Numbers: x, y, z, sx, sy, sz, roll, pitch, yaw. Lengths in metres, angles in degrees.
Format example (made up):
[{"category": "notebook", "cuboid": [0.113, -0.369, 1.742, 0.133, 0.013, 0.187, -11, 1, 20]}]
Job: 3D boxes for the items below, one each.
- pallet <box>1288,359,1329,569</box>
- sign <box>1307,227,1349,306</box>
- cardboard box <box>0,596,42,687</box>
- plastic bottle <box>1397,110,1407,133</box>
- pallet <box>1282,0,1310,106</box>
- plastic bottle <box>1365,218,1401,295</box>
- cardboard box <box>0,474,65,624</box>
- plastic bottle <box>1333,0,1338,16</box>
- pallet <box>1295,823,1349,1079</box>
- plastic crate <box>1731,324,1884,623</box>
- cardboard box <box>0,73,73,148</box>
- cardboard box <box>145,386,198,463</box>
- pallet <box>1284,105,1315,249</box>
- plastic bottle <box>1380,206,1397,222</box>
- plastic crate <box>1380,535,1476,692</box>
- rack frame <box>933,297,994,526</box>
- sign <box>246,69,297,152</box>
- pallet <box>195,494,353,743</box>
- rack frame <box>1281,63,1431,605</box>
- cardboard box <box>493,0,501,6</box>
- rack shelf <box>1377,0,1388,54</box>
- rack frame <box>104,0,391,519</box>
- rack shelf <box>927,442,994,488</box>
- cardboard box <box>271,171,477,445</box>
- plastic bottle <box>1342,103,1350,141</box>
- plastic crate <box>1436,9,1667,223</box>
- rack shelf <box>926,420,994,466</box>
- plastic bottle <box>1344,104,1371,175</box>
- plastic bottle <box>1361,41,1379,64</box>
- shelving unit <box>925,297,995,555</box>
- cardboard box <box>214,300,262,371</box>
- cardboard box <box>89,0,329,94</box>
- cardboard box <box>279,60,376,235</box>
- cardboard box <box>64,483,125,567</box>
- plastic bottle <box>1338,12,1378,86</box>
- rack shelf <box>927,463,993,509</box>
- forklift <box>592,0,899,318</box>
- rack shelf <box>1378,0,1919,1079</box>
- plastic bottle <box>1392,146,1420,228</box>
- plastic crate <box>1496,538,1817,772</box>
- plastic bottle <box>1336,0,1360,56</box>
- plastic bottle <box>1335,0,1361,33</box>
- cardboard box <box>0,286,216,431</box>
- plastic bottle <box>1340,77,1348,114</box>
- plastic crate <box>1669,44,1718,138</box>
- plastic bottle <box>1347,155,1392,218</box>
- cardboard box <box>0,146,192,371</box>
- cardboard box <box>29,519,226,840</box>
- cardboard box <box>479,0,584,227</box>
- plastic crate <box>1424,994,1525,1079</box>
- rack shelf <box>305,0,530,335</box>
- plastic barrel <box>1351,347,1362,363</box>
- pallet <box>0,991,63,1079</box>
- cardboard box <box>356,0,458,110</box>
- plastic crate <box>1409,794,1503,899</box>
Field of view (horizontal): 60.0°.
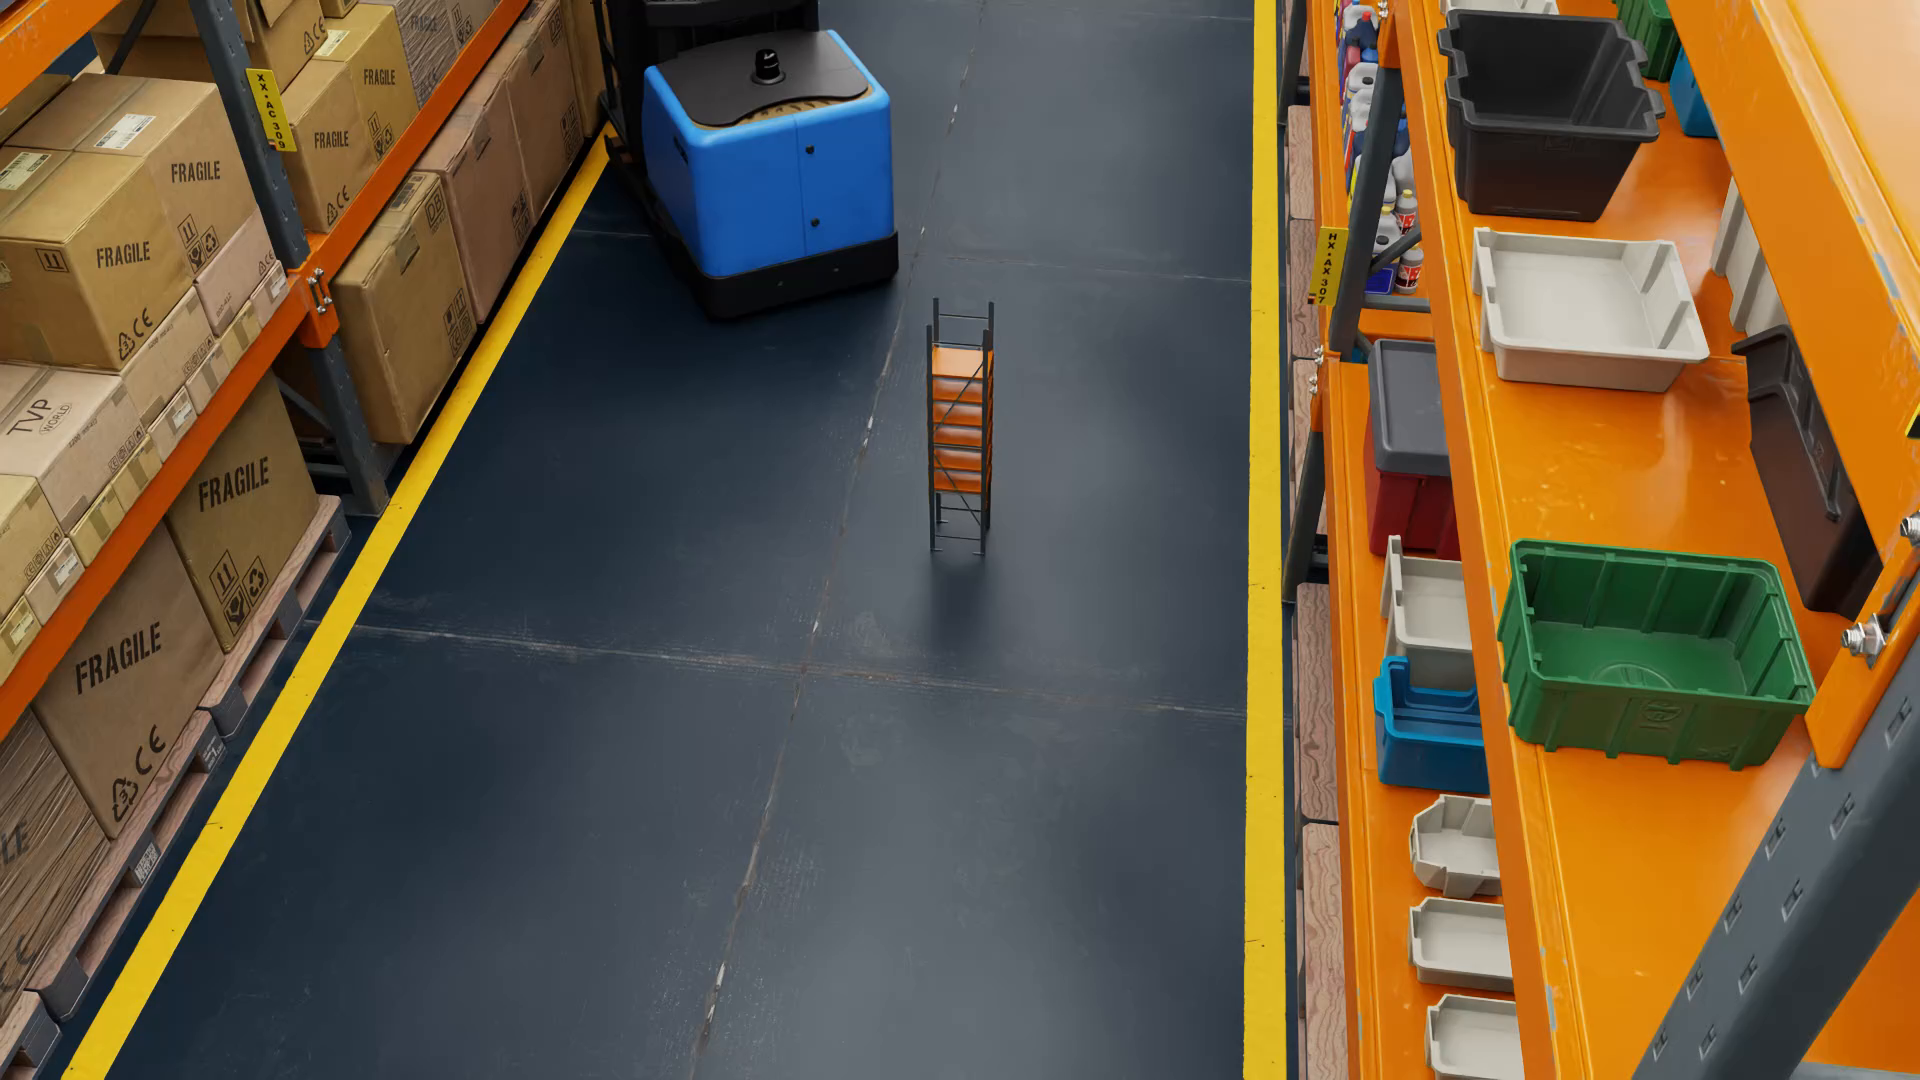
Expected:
[{"category": "pallet", "cuboid": [1.997, -0.328, 7.465, 1.003, 0.211, 1.213, 5, 44, 6]}, {"category": "sign", "cuboid": [1.308, -0.970, 5.914, 0.100, 0.325, 0.005, 5, 44, 6]}, {"category": "cardboard box", "cuboid": [-3.009, 0.288, 4.969, 0.380, 0.149, 0.250, 4, 44, 4]}, {"category": "plastic bottle", "cuboid": [1.826, -1.664, 6.941, 0.097, 0.271, 0.097, 0, 43, 0]}, {"category": "pallet", "cuboid": [2.523, -3.056, 10.346, 1.003, 0.211, 1.213, 5, 44, 6]}, {"category": "plastic bottle", "cuboid": [1.585, -1.071, 6.312, 0.152, 0.276, 0.135, 5, 44, 6]}, {"category": "cardboard box", "cuboid": [-3.058, 0.048, 4.932, 0.500, 0.250, 0.500, 4, 44, 5]}, {"category": "plastic bottle", "cuboid": [1.850, -2.677, 8.002, 0.061, 0.283, 0.133, 5, 44, 6]}, {"category": "pallet", "cuboid": [1.636, 1.533, 5.500, 1.003, 0.211, 1.213, 5, 44, 6]}, {"category": "plastic crate", "cuboid": [1.799, -0.175, 3.139, 0.504, 0.338, 0.767, 5, 44, 6]}, {"category": "cardboard box", "cuboid": [-3.373, -1.291, 5.802, 0.500, 0.500, 0.500, 5, 44, 6]}, {"category": "cardboard box", "cuboid": [-2.874, -0.414, 5.711, 0.380, 0.149, 0.250, 6, 44, 6]}, {"category": "pallet", "cuboid": [2.319, -1.991, 9.221, 1.003, 0.211, 1.213, 5, 44, 6]}, {"category": "plastic bottle", "cuboid": [1.651, -1.211, 6.514, 0.097, 0.201, 0.097, 0, 43, 0]}, {"category": "plastic crate", "cuboid": [1.469, 0.227, 4.894, 0.437, 0.282, 0.530, 5, 44, 6]}, {"category": "rack frame", "cuboid": [0.014, -0.508, 6.936, 0.240, 1.200, 0.006, 5, 44, 6]}, {"category": "sign", "cuboid": [-2.506, -1.562, 6.053, 0.100, 0.325, 0.005, 5, 44, 6]}, {"category": "pallet", "cuboid": [-3.234, 0.255, 6.849, 1.003, 0.211, 1.213, 5, 44, 6]}, {"category": "rack frame", "cuboid": [1.853, -0.818, 5.955, 1.000, 3.000, 0.127, 5, 44, 6]}, {"category": "cardboard box", "cuboid": [-2.484, -2.979, 8.164, 0.500, 0.500, 0.500, 4, 44, 4]}, {"category": "rack shelf", "cuboid": [2.118, -3.009, 6.610, 1.077, 0.370, 4.000, 5, 44, 6]}, {"category": "rack frame", "cuboid": [-3.056, -1.269, 6.430, 1.000, 3.000, 0.127, 5, 44, 6]}, {"category": "rack shelf", "cuboid": [0.002, -0.326, 6.983, 0.258, 0.103, 0.180, 5, 44, 6]}, {"category": "cardboard box", "cuboid": [-2.991, -1.088, 7.479, 1.225, 0.875, 0.875, 5, 44, 6]}, {"category": "plastic bottle", "cuboid": [1.706, -1.810, 7.147, 0.097, 0.201, 0.097, 0, 43, 0]}, {"category": "plastic crate", "cuboid": [1.417, -1.038, 4.101, 0.497, 0.269, 0.590, 5, 44, 6]}, {"category": "rack shelf", "cuboid": [0.002, -0.413, 6.901, 0.258, 0.103, 0.180, 5, 44, 6]}, {"category": "plastic bottle", "cuboid": [1.700, -1.664, 6.938, 0.152, 0.276, 0.135, 5, 44, 6]}, {"category": "plastic bottle", "cuboid": [1.815, -2.079, 7.380, 0.097, 0.271, 0.097, 0, 43, 0]}, {"category": "shelving unit", "cuboid": [0.002, -0.446, 6.870, 0.258, 1.200, 0.189, 5, 44, 6]}, {"category": "cardboard box", "cuboid": [-2.806, -0.764, 6.080, 0.380, 0.149, 0.250, 6, 44, 6]}, {"category": "cardboard box", "cuboid": [-2.980, -2.105, 6.512, 0.797, 0.503, 0.637, 4, 44, 4]}, {"category": "cardboard box", "cuboid": [-2.748, -1.596, 6.703, 0.500, 0.500, 0.500, 5, 44, 6]}, {"category": "cardboard box", "cuboid": [-2.941, -0.064, 5.341, 0.380, 0.149, 0.250, 5, 44, 5]}, {"category": "plastic bottle", "cuboid": [1.796, -2.207, 7.458, 0.144, 0.351, 0.185, 5, 44, 6]}, {"category": "rack shelf", "cuboid": [0.002, -0.239, 7.066, 0.258, 0.103, 0.180, 5, 44, 6]}, {"category": "forklift", "cuboid": [-1.379, -3.199, 8.519, 1.130, 2.935, 3.031, -17, 46, -17]}, {"category": "rack shelf", "cuboid": [1.589, -0.283, 3.731, 1.077, 0.370, 4.000, 5, 44, 6]}, {"category": "plastic bottle", "cuboid": [1.793, -1.444, 6.651, 0.144, 0.351, 0.185, 5, 44, 6]}, {"category": "plastic crate", "cuboid": [1.172, 0.197, 2.855, 0.450, 0.188, 0.336, 5, 44, 6]}, {"category": "plastic bottle", "cuboid": [1.809, -2.369, 7.686, 0.097, 0.271, 0.097, 0, 43, 0]}, {"category": "plastic bottle", "cuboid": [1.840, -2.526, 7.852, 0.097, 0.271, 0.097, 0, 43, 0]}, {"category": "cardboard box", "cuboid": [-2.920, -0.644, 5.664, 0.500, 0.250, 0.500, 6, 44, 7]}, {"category": "plastic bottle", "cuboid": [1.737, -1.968, 7.314, 0.097, 0.201, 0.097, 0, 43, 0]}, {"category": "plastic crate", "cuboid": [2.049, -1.197, 4.295, 0.416, 0.233, 0.300, 5, 44, 6]}, {"category": "plastic bottle", "cuboid": [1.651, -1.457, 6.665, 0.144, 0.351, 0.185, 5, 44, 6]}, {"category": "cardboard box", "cuboid": [-2.922, -0.916, 5.405, 0.500, 0.500, 0.500, 6, 44, 6]}, {"category": "cardboard box", "cuboid": [-3.342, 0.406, 5.901, 0.875, 0.875, 0.875, 5, 44, 6]}, {"category": "cardboard box", "cuboid": [-2.765, -2.300, 8.760, 1.225, 0.875, 0.875, 5, 44, 6]}, {"category": "plastic crate", "cuboid": [1.306, 1.213, 3.957, 0.396, 0.136, 0.243, 5, 44, 6]}, {"category": "rack shelf", "cuboid": [-2.792, -2.370, 8.117, 1.077, 0.370, 4.000, 5, 44, 6]}, {"category": "plastic barrel", "cuboid": [2.036, -1.061, 7.431, 0.600, 0.901, 0.708, 5, 44, 6]}, {"category": "pallet", "cuboid": [-3.557, 1.918, 5.093, 1.003, 0.211, 1.213, 5, 44, 6]}, {"category": "cardboard box", "cuboid": [-2.615, -2.279, 7.425, 0.500, 0.500, 0.500, 4, 44, 5]}, {"category": "plastic crate", "cuboid": [1.339, 0.818, 4.375, 0.298, 0.136, 0.250, 5, 44, 6]}]
